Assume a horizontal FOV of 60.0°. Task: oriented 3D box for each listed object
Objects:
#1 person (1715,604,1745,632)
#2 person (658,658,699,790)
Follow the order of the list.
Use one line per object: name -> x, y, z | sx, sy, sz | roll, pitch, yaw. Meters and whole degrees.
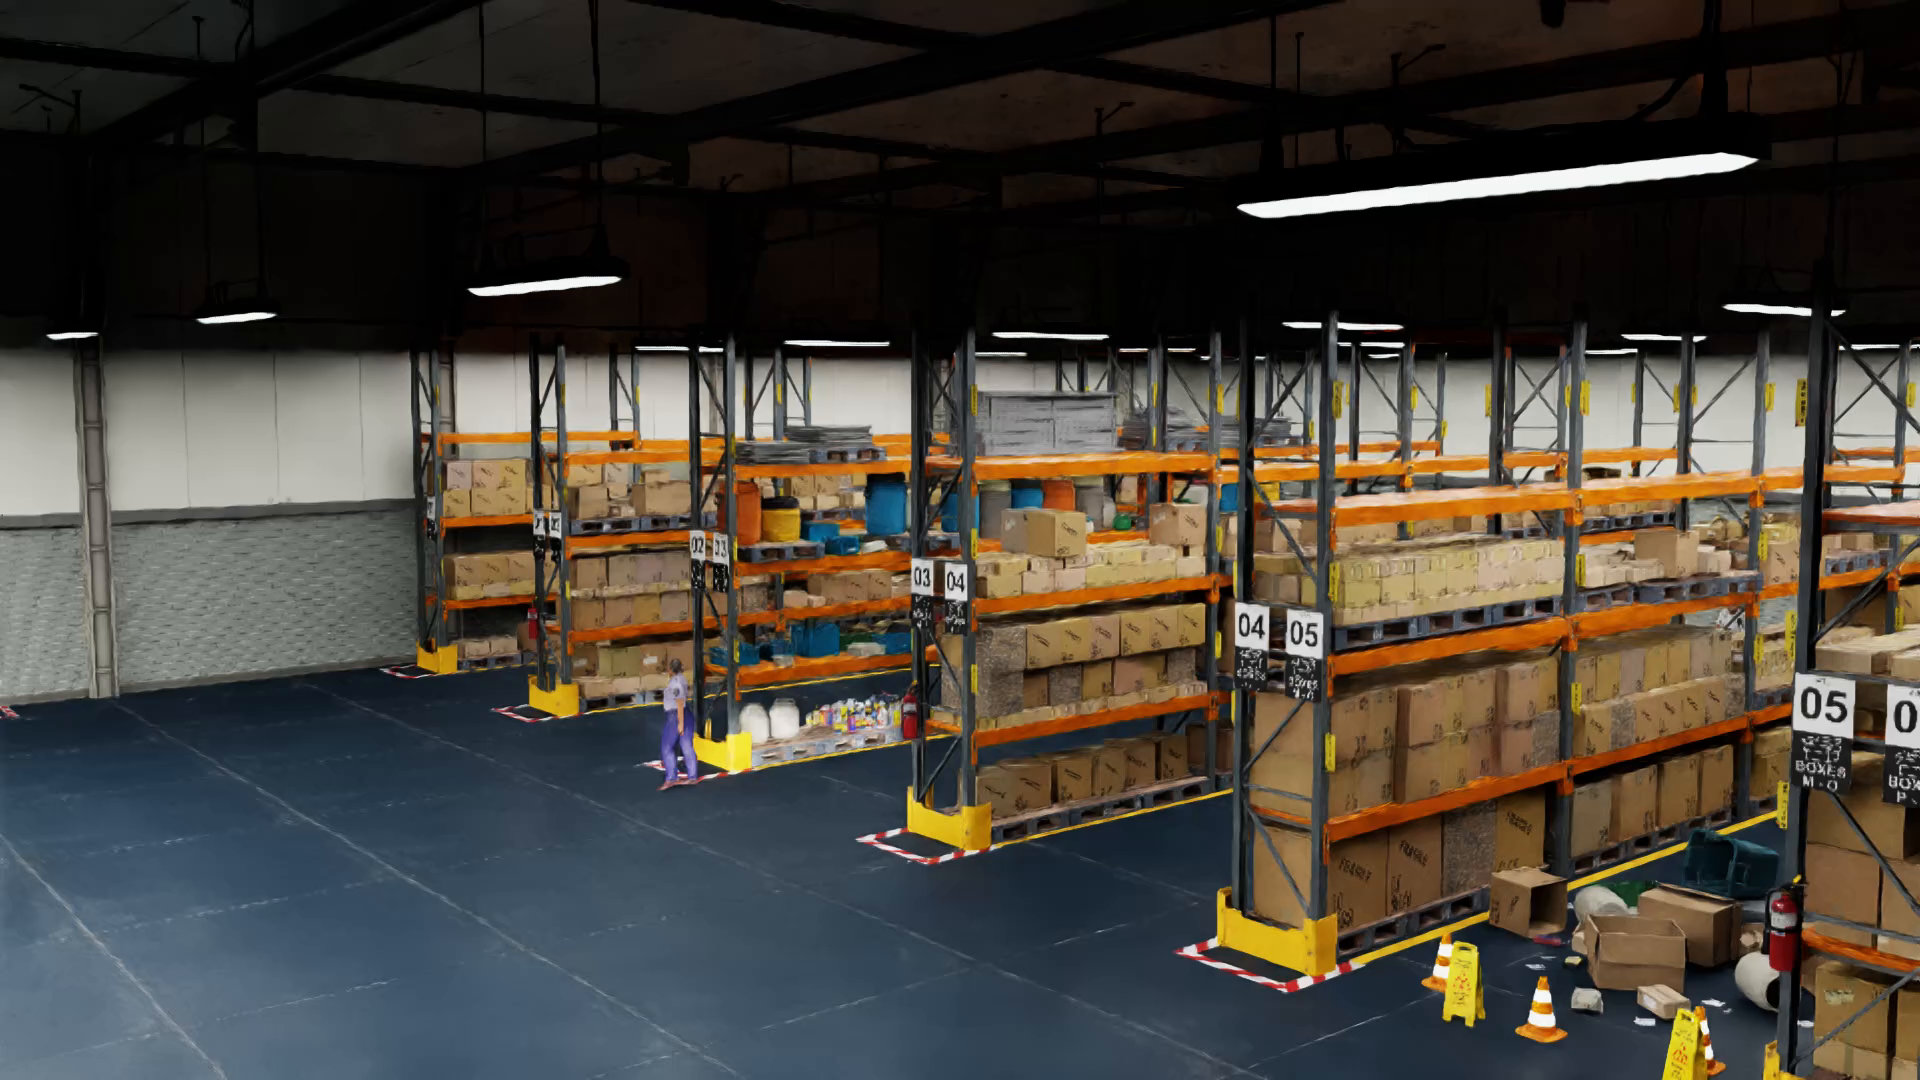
person -> 12.928, 1.749, 27.750 | 0.542, 1.715, 0.682 | -5, 7, -42
person -> -3.614, 2.373, 21.505 | 0.471, 1.673, 0.609 | 1, 5, 14
